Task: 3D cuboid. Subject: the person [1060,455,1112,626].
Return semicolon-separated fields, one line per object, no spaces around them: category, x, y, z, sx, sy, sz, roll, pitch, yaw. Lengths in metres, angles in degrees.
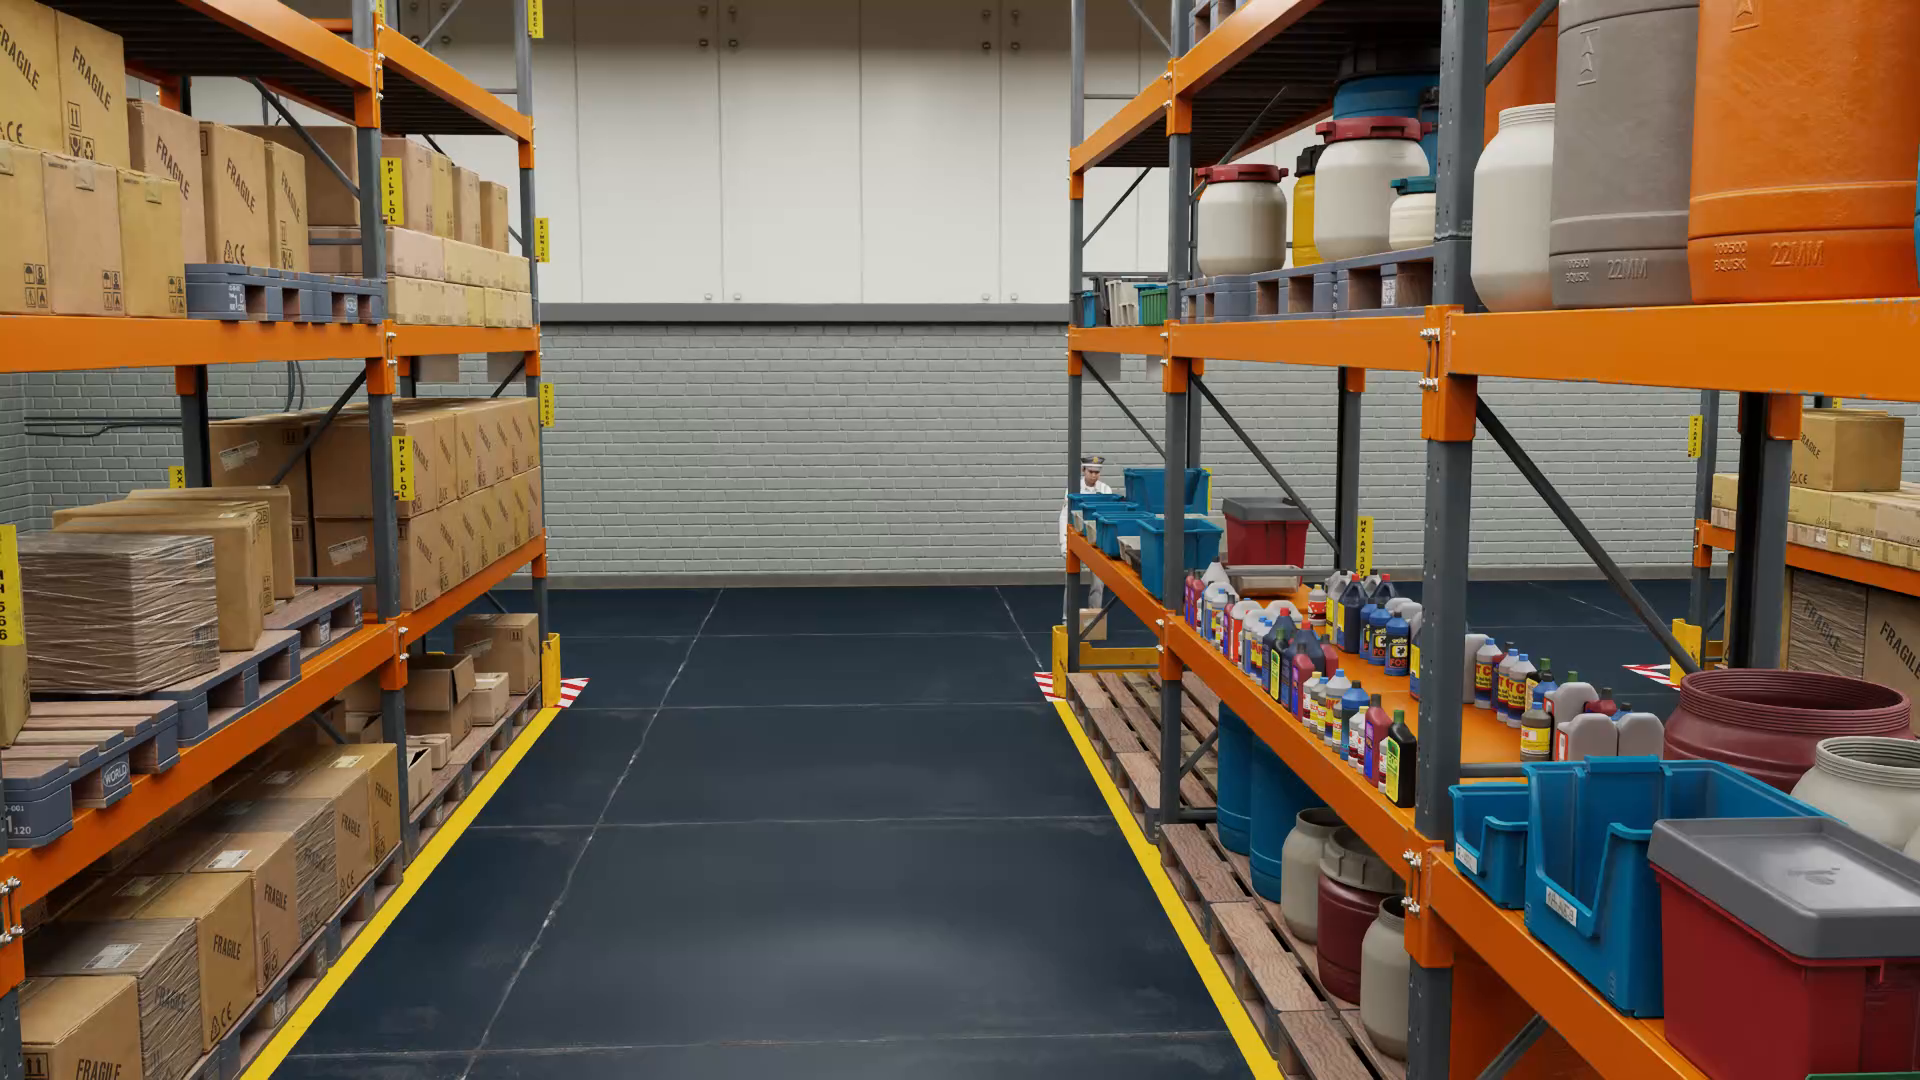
person;1.185;0.044;15.368;0.547;1.666;0.410;-1;7;-7
